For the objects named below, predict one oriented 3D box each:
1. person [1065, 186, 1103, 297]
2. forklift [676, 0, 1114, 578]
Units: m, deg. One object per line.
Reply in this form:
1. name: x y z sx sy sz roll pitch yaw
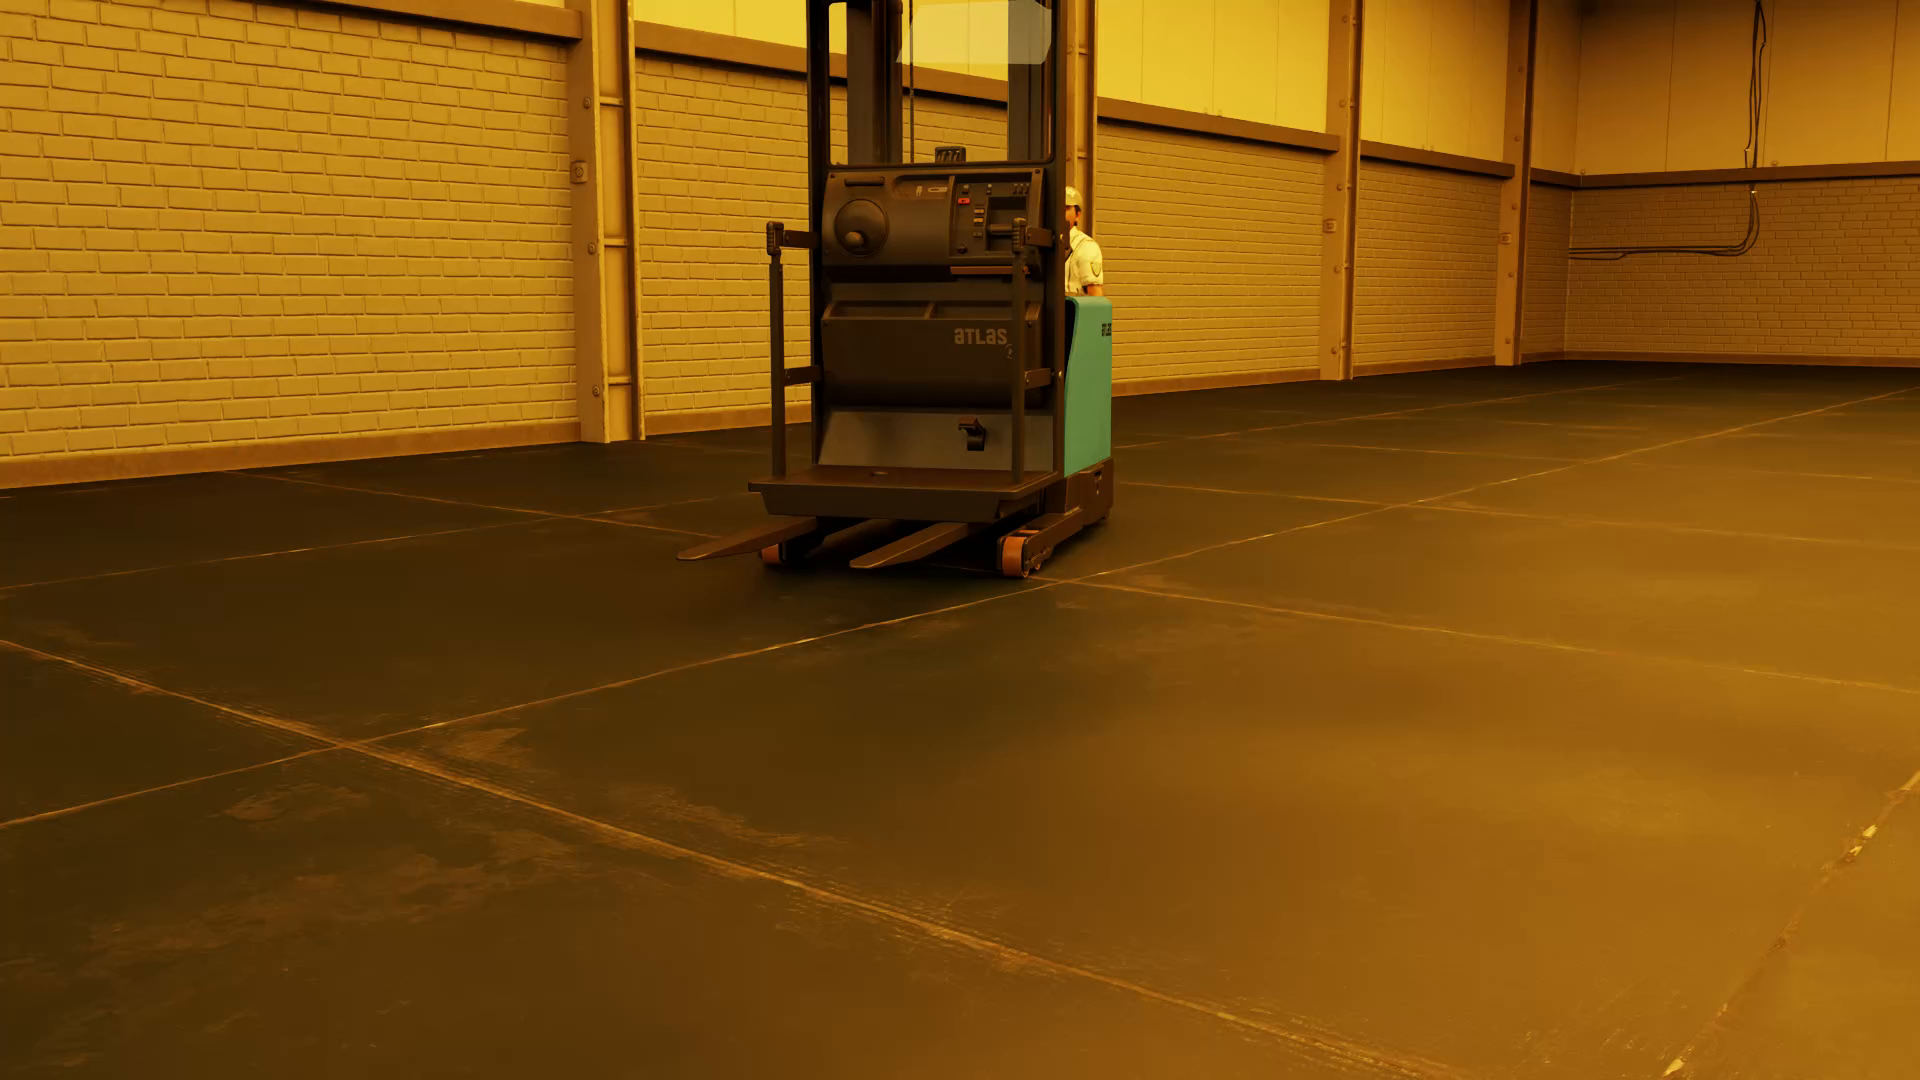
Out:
1. person: 0.470 -1.122 9.267 0.601 1.669 0.525 7 11 41
2. forklift: -0.176 -1.366 6.616 1.130 2.935 3.031 3 9 17
